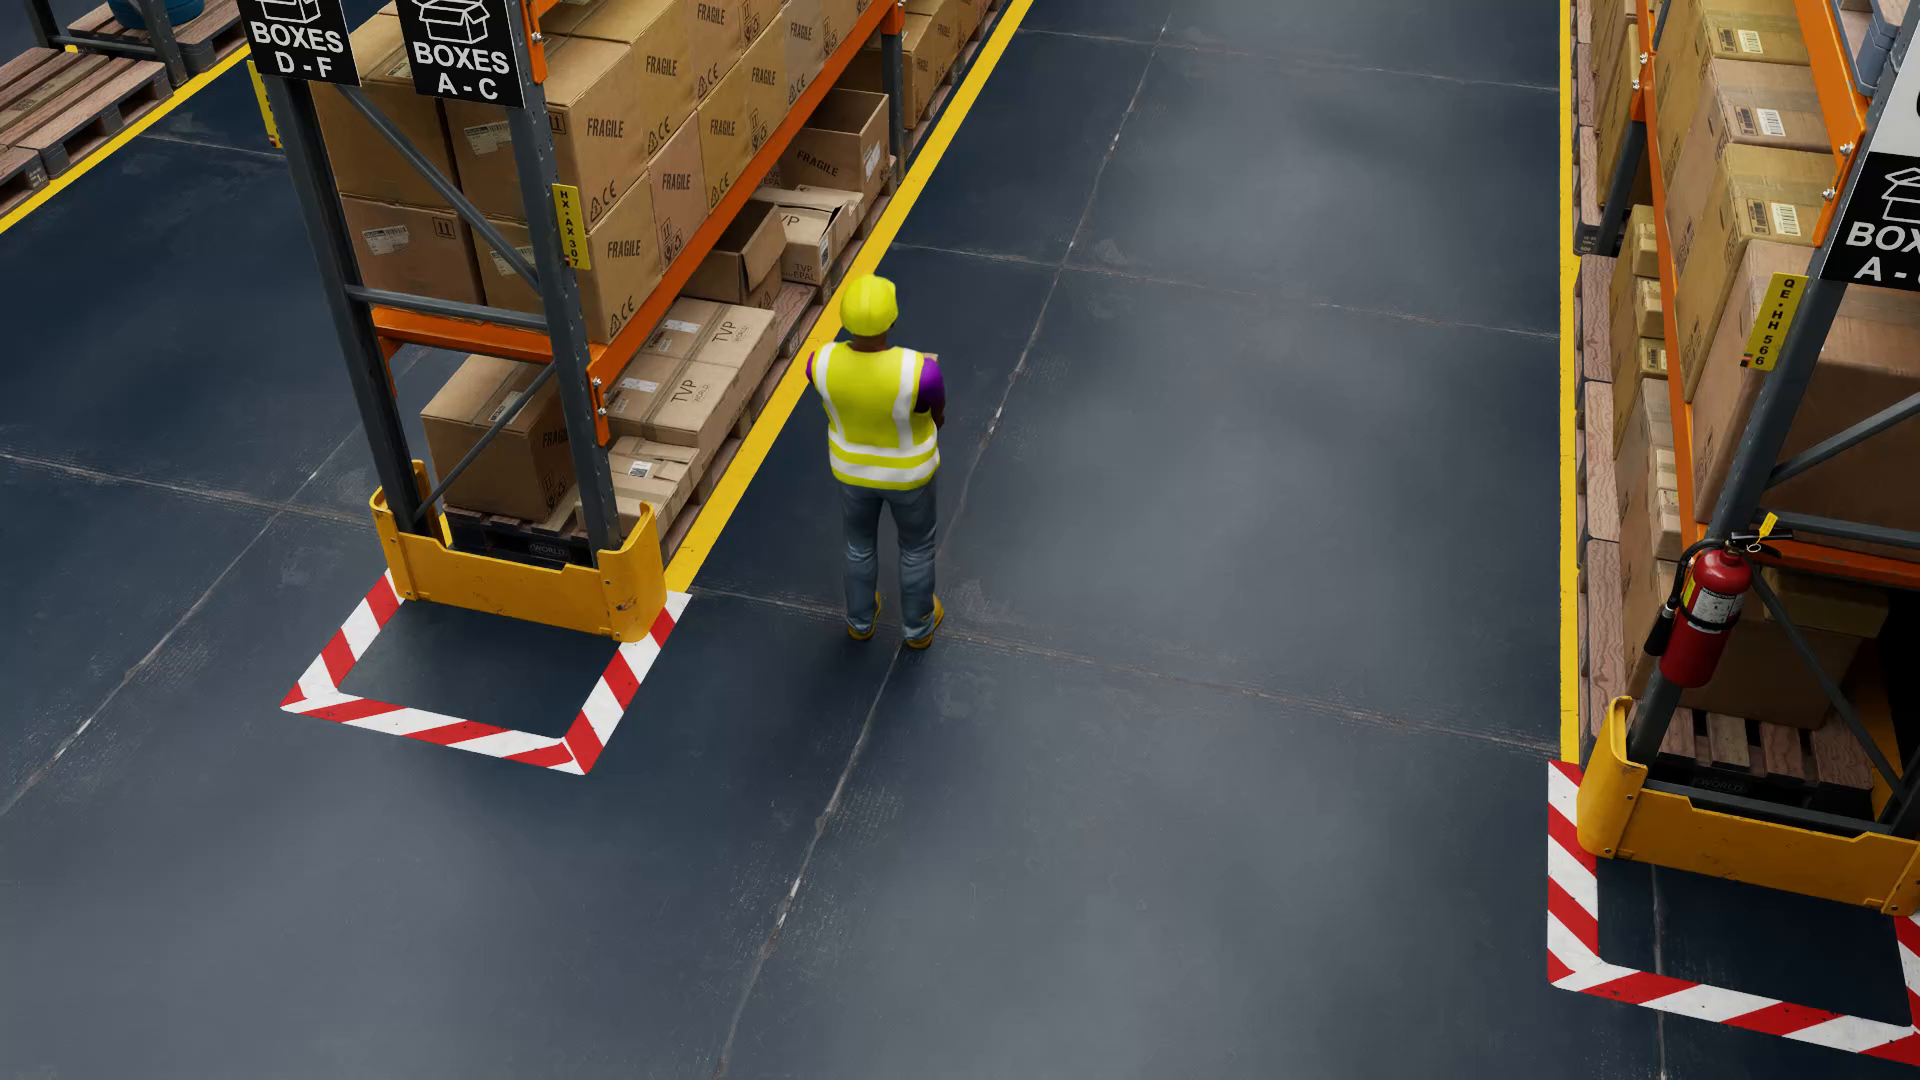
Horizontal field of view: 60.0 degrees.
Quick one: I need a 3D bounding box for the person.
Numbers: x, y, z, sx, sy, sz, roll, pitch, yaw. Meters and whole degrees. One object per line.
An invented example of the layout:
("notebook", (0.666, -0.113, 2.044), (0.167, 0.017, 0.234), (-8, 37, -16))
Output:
("person", (-0.288, -0.350, 6.550), (0.501, 1.760, 0.577), (7, 41, 9))
